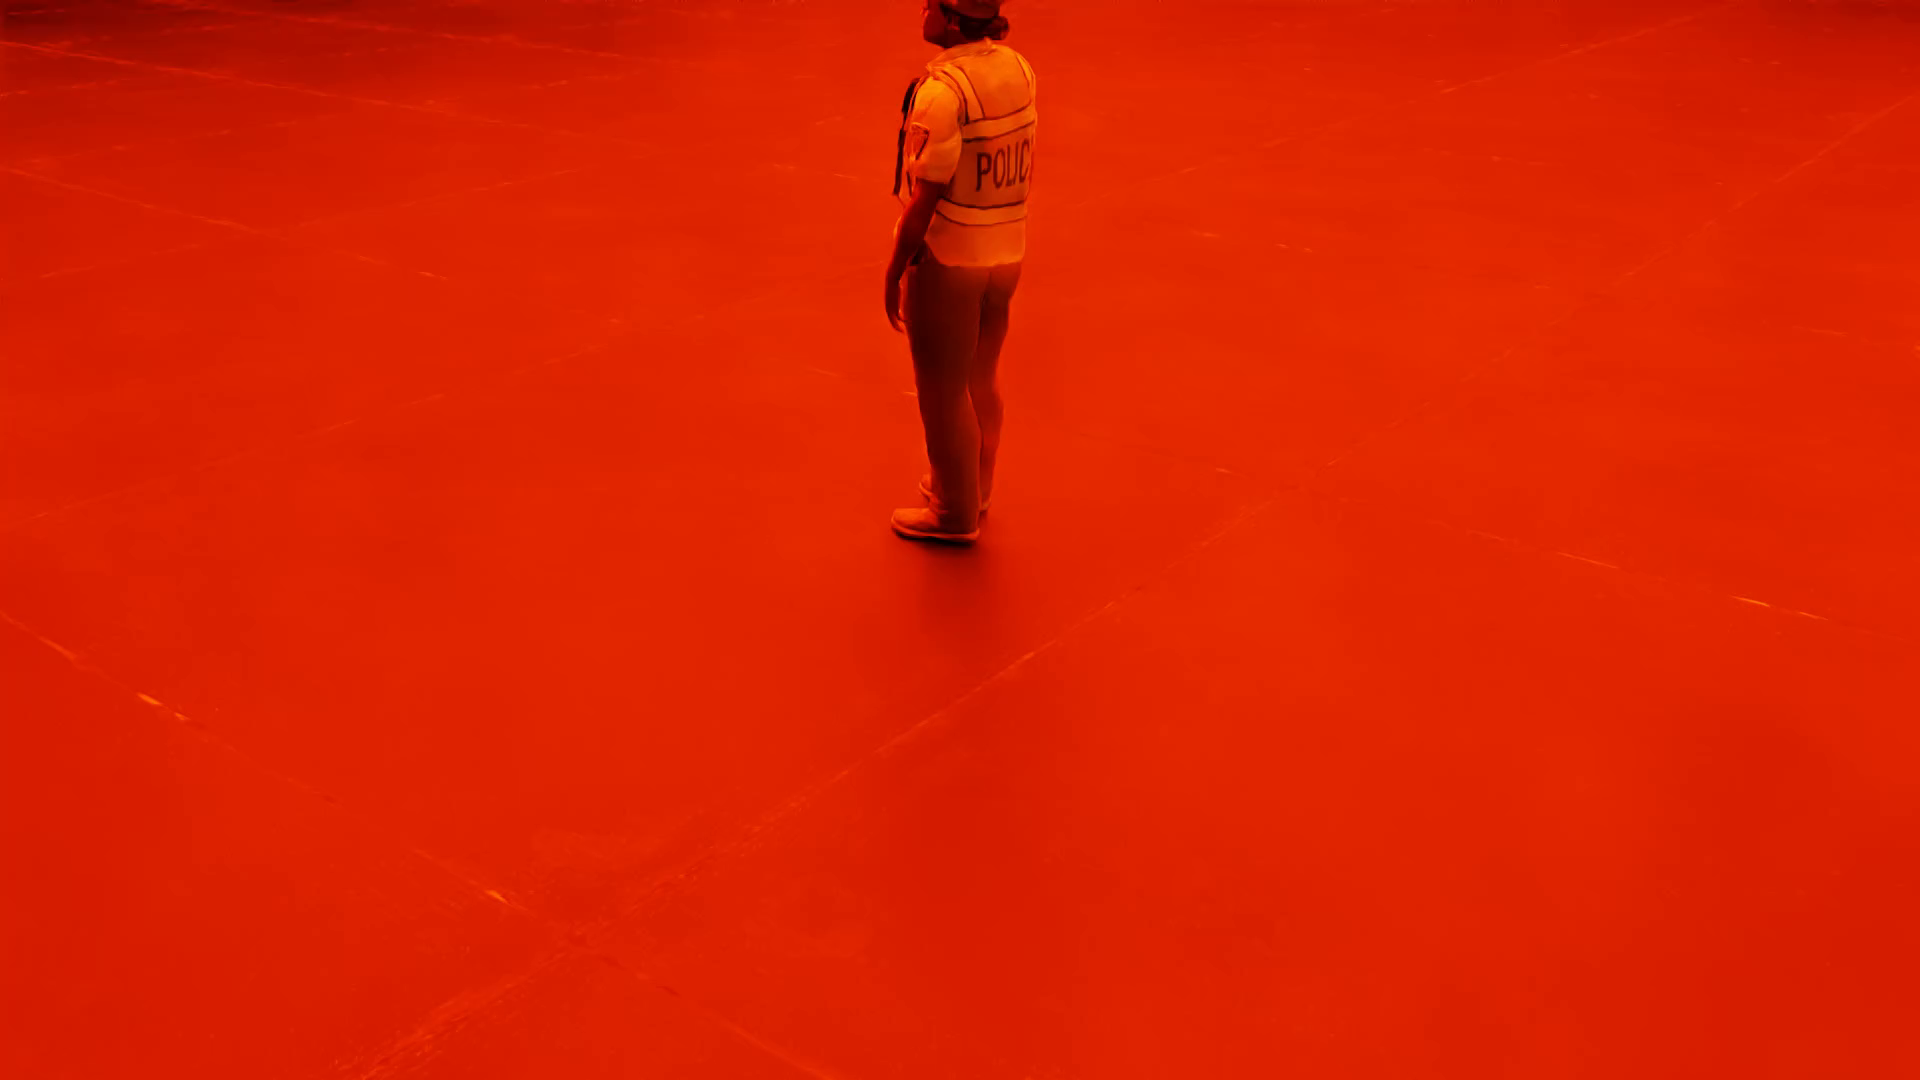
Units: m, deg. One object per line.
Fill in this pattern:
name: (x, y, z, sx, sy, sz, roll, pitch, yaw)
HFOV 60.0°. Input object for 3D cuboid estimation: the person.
person: (-0.048, -0.809, 4.730, 0.529, 1.695, 0.570, 17, 29, 34)
